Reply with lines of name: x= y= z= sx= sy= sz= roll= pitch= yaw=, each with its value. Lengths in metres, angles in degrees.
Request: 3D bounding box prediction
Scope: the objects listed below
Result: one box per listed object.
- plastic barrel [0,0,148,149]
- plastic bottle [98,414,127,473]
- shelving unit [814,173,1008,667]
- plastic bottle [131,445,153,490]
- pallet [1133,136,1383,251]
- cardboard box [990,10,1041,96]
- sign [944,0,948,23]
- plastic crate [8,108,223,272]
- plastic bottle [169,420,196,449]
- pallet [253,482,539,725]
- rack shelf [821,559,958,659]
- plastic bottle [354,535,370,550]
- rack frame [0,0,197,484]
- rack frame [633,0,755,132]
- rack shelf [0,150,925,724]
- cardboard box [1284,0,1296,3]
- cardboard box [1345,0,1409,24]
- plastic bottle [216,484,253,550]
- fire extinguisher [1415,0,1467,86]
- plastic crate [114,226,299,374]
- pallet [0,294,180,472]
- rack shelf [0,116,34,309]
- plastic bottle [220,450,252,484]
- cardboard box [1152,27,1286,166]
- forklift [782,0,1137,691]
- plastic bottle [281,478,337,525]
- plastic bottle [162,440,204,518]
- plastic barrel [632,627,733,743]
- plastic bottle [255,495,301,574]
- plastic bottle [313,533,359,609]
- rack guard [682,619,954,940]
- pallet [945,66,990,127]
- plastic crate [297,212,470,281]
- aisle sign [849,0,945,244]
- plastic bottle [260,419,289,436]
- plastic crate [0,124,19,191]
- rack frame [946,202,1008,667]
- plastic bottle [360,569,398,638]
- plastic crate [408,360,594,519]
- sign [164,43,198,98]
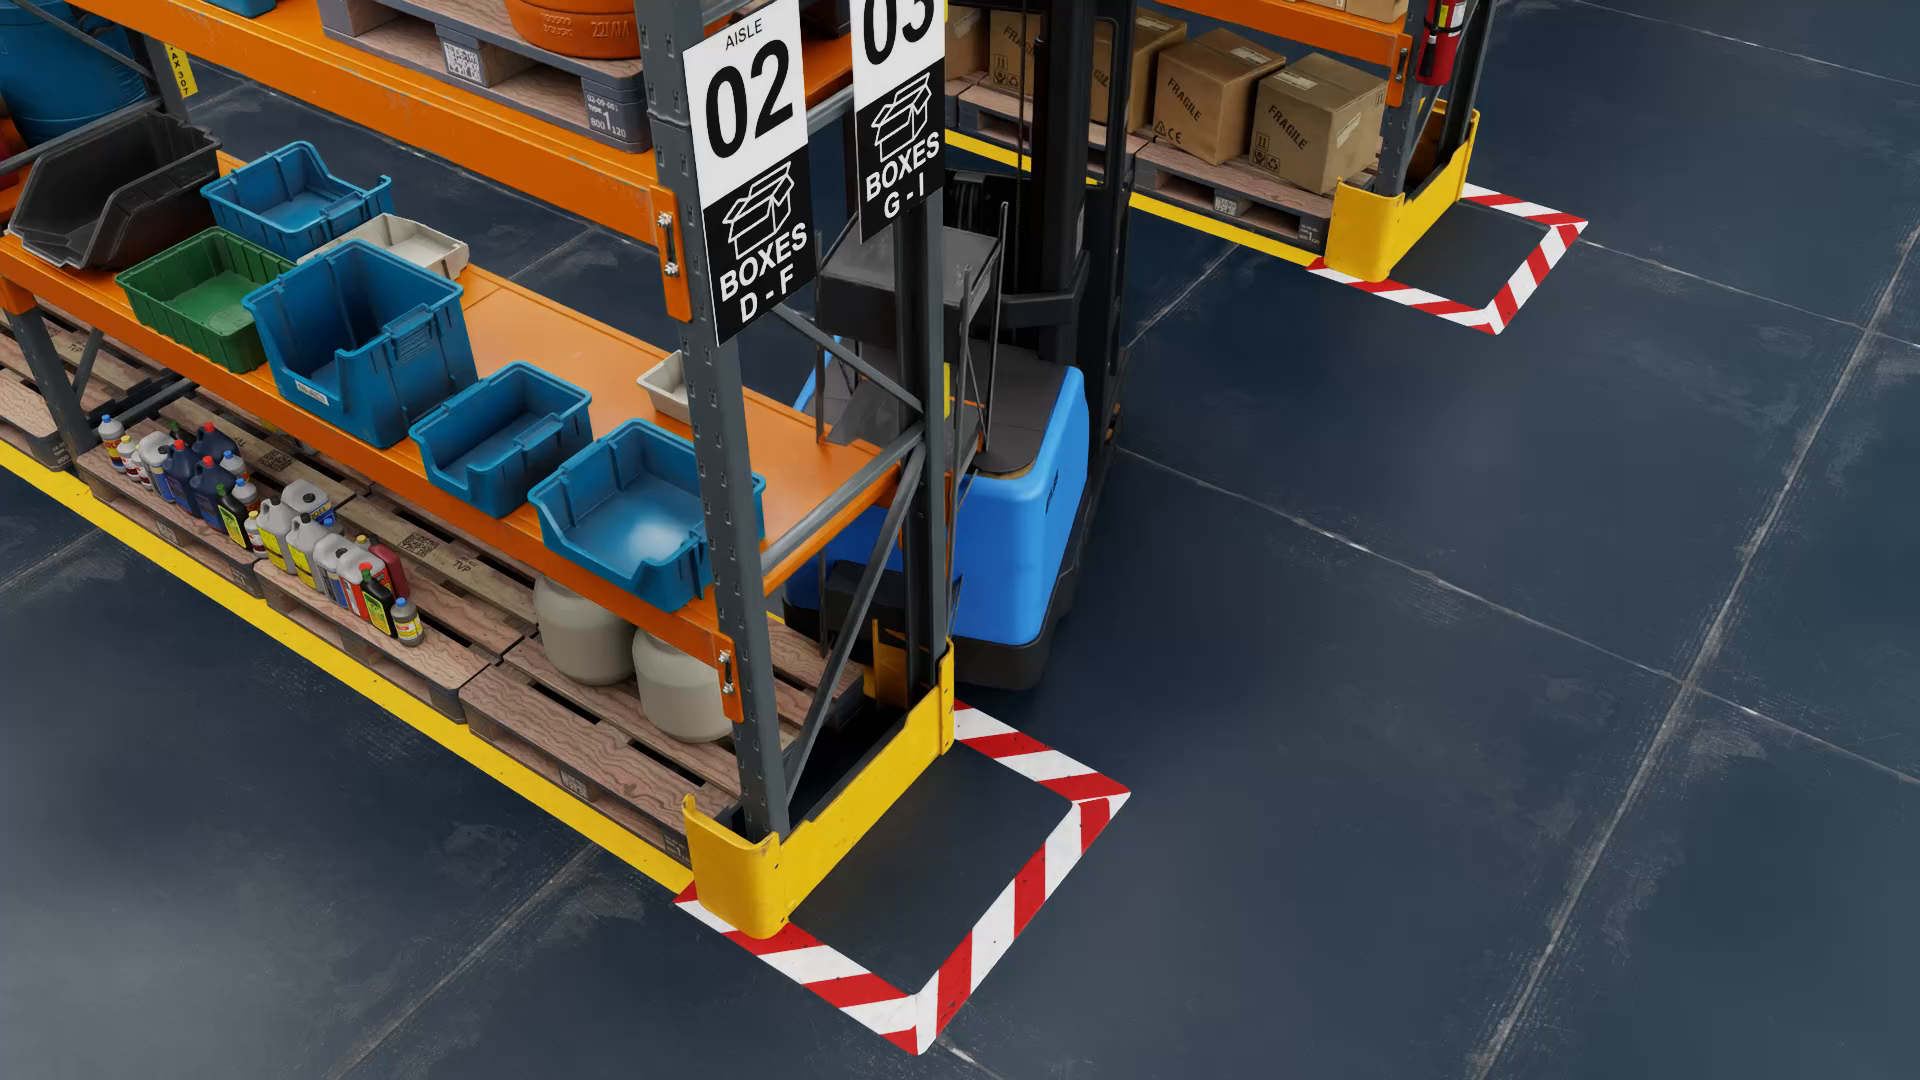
plastic barrel: x=-3.801 y=-2.140 z=7.016 sx=0.708 sy=0.901 sz=0.600 roll=25 pitch=48 yaw=25
plastic bottle: x=-3.650 y=-0.426 z=7.193 sx=0.097 sy=0.271 sz=0.097 roll=0 pitch=42 yaw=0
shelving unit: x=-0.199 y=-0.250 z=5.900 sx=0.503 sy=2.100 sz=0.431 roll=15 pitch=45 yaw=11
plastic bottle: x=-3.483 y=-0.322 z=7.129 sx=0.097 sy=0.201 sz=0.097 roll=0 pitch=42 yaw=0
pallet: x=1.753 y=-2.133 z=9.475 sx=1.213 sy=0.211 sz=1.003 roll=25 pitch=48 yaw=25
cardboard box: x=0.516 y=-2.984 z=9.895 sx=0.500 sy=0.500 sz=0.500 roll=21 pitch=46 yaw=22
sign: x=-0.065 y=-1.528 z=4.452 sx=0.005 sy=0.325 sz=0.100 roll=25 pitch=48 yaw=25
plastic crate: x=-3.303 y=-1.347 z=6.552 sx=0.504 sy=0.338 sz=0.767 roll=25 pitch=48 yaw=25
plastic bottle: x=-3.309 y=-0.380 z=7.132 sx=0.133 sy=0.283 sz=0.061 roll=25 pitch=48 yaw=25
pallet: x=-2.130 y=0.146 z=6.929 sx=1.213 sy=0.211 sz=1.003 roll=25 pitch=48 yaw=25
rack shelf: x=-0.233 y=0.259 z=6.398 sx=0.480 sy=0.518 sz=0.431 roll=15 pitch=45 yaw=11
plastic bottle: x=-2.387 y=0.067 z=6.695 sx=0.097 sy=0.201 sz=0.097 roll=0 pitch=42 yaw=0
rack frame: x=-3.659 y=-1.640 z=6.833 sx=0.127 sy=3.000 sz=1.000 roll=25 pitch=48 yaw=25
rack frame: x=-0.384 y=-2.344 z=3.121 sx=0.127 sy=3.000 sz=1.000 roll=25 pitch=48 yaw=25
rack shelf: x=-2.021 y=-0.606 z=6.217 sx=4.000 sy=0.370 sz=1.077 roll=25 pitch=48 yaw=25
cardboard box: x=1.669 y=-2.879 z=8.406 sx=0.250 sy=0.149 sz=0.380 roll=25 pitch=48 yaw=25
cardboard box: x=2.108 y=-2.715 z=8.224 sx=0.250 sy=0.149 sz=0.380 roll=25 pitch=48 yaw=25
plastic bottle: x=-2.971 y=-0.098 z=6.817 sx=0.133 sy=0.283 sz=0.061 roll=27 pitch=48 yaw=27
fire extinguisher: x=2.289 y=-2.488 z=7.839 sx=0.183 sy=0.674 sz=0.296 roll=25 pitch=48 yaw=25
plastic crate: x=-2.710 y=-0.887 z=6.151 sx=0.662 sy=0.188 sz=0.450 roll=25 pitch=48 yaw=25
pallet: x=-4.324 y=-0.880 z=8.076 sx=1.213 sy=0.211 sz=1.003 roll=25 pitch=48 yaw=25
rack shelf: x=-5.296 y=-2.138 z=7.929 sx=4.000 sy=0.370 sz=1.077 roll=25 pitch=48 yaw=25
plastic bottle: x=-3.048 y=-0.262 z=7.010 sx=0.097 sy=0.271 sz=0.097 roll=0 pitch=42 yaw=0
cardboard box: x=1.449 y=-2.496 z=9.350 sx=0.500 sy=0.500 sz=0.500 roll=-29 pitch=49 yaw=-28
forklift: x=0.153 y=-1.499 z=6.727 sx=1.130 sy=2.935 sz=3.031 roll=10 pitch=43 yaw=10
plastic bottle: x=-2.669 y=-0.109 z=6.835 sx=0.135 sy=0.276 sz=0.152 roll=25 pitch=48 yaw=25
plastic bottle: x=-3.236 y=-0.281 z=6.971 sx=0.185 sy=0.351 sz=0.144 roll=26 pitch=48 yaw=26
plastic barrel: x=-0.967 y=0.452 z=6.046 sx=0.421 sy=0.512 sz=0.421 roll=0 pitch=42 yaw=0
plastic bottle: x=-2.734 y=-0.046 z=6.709 sx=0.185 sy=0.351 sz=0.144 roll=25 pitch=47 yaw=25
plastic bottle: x=-2.444 y=0.114 z=6.586 sx=0.135 sy=0.276 sz=0.152 roll=24 pitch=47 yaw=24
rack guard: x=-0.473 y=0.820 z=5.959 sx=0.348 sy=0.500 sz=1.175 roll=25 pitch=48 yaw=25
pallet: x=-0.245 y=-3.067 z=10.519 sx=1.213 sy=0.211 sz=1.003 roll=25 pitch=48 yaw=25
plastic crate: x=-2.184 y=-1.058 z=6.381 sx=0.437 sy=0.136 sz=0.530 roll=25 pitch=48 yaw=25
aisle sign: x=-0.157 y=-1.210 z=4.403 sx=0.004 sy=0.787 sz=0.394 roll=25 pitch=48 yaw=25
plastic bottle: x=-3.049 y=-0.649 z=7.382 sx=0.185 sy=0.351 sz=0.144 roll=25 pitch=48 yaw=25
plastic crate: x=-4.231 y=-1.682 z=6.833 sx=0.583 sy=0.464 sz=0.402 roll=25 pitch=48 yaw=25
rack frame: x=0.033 y=-0.189 z=5.853 sx=0.015 sy=2.100 sz=0.400 roll=15 pitch=45 yaw=11
plastic bottle: x=-2.246 y=0.241 z=6.438 sx=0.133 sy=0.283 sz=0.061 roll=26 pitch=48 yaw=26
plastic crate: x=-1.494 y=-0.333 z=5.484 sx=0.408 sy=0.251 sz=0.499 roll=25 pitch=48 yaw=25
sign: x=-3.334 y=-2.039 z=7.072 sx=0.005 sy=0.325 sz=0.100 roll=25 pitch=48 yaw=25
